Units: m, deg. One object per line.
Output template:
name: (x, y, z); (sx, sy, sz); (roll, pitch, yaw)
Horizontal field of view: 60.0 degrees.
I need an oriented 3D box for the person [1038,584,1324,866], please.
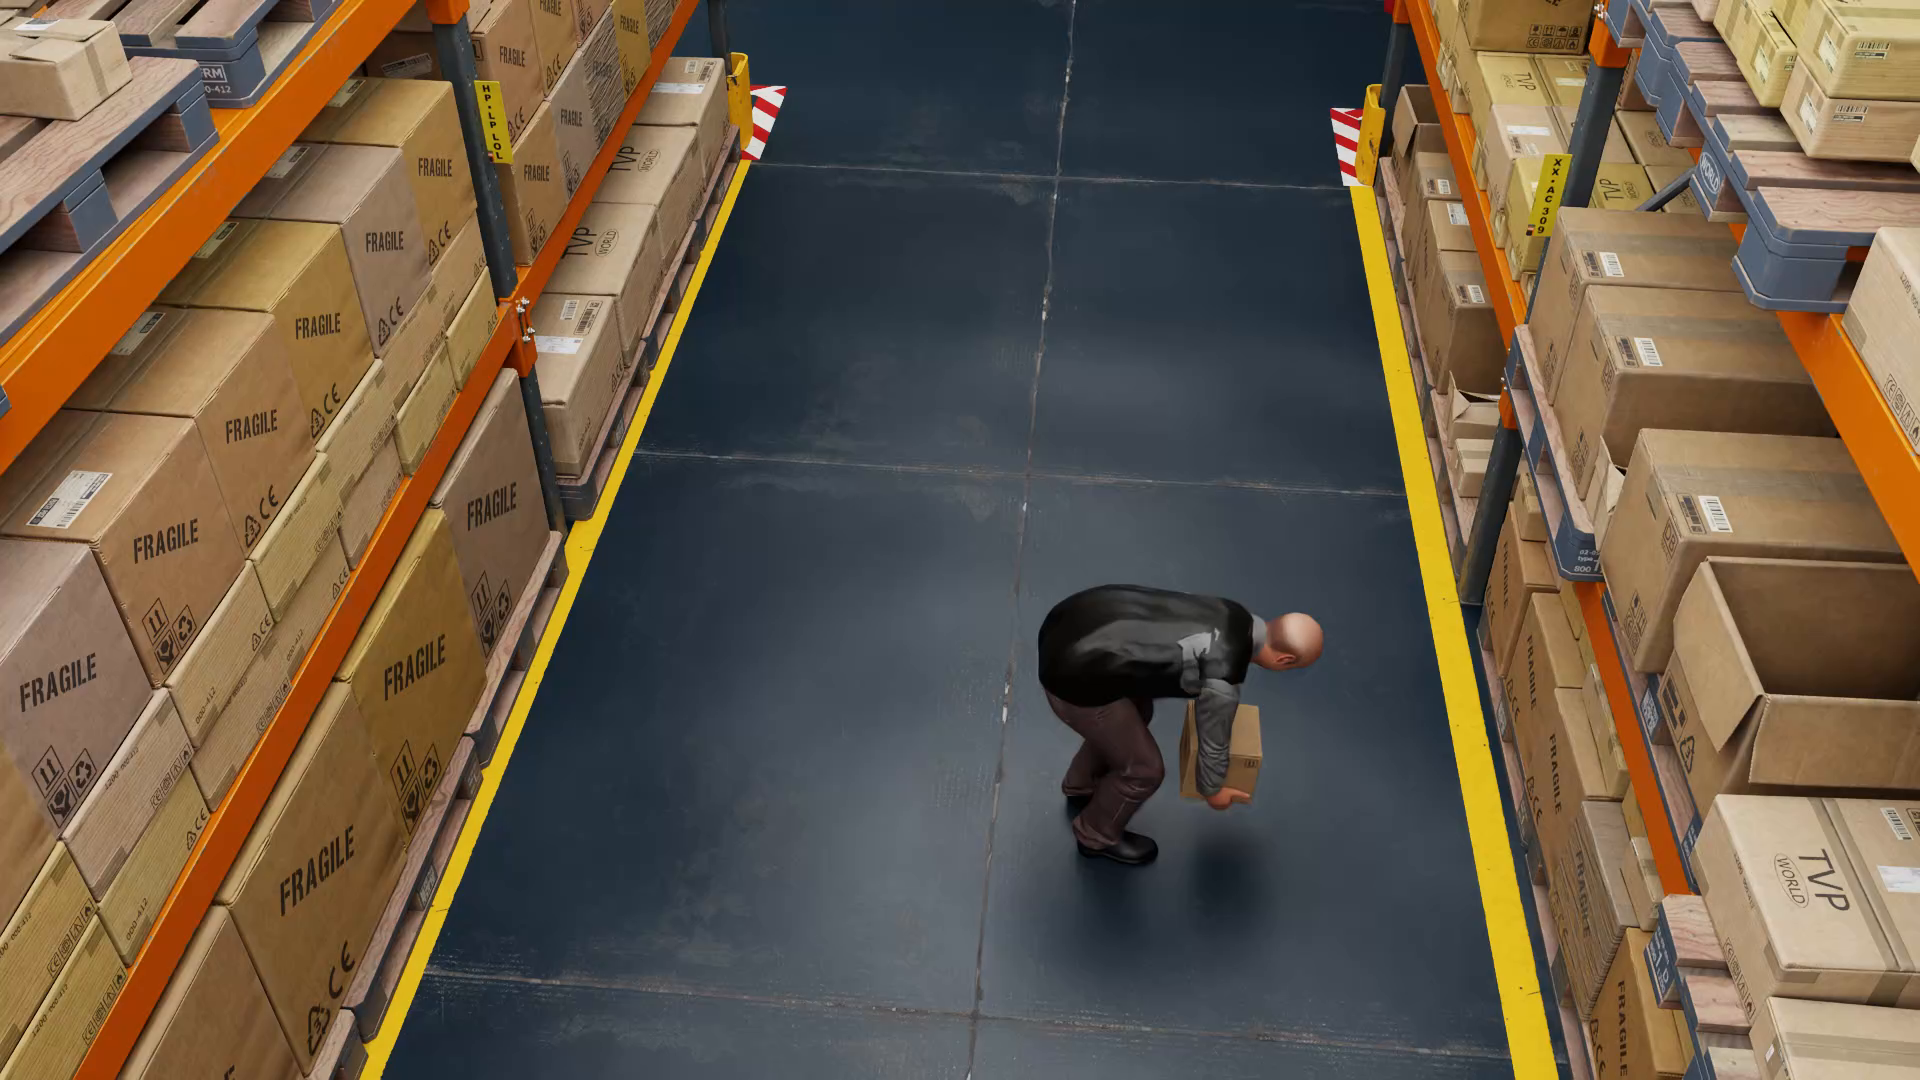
person: (0.744, 0.644, 5.871); (0.959, 1.123, 0.460); (2, 40, 2)
